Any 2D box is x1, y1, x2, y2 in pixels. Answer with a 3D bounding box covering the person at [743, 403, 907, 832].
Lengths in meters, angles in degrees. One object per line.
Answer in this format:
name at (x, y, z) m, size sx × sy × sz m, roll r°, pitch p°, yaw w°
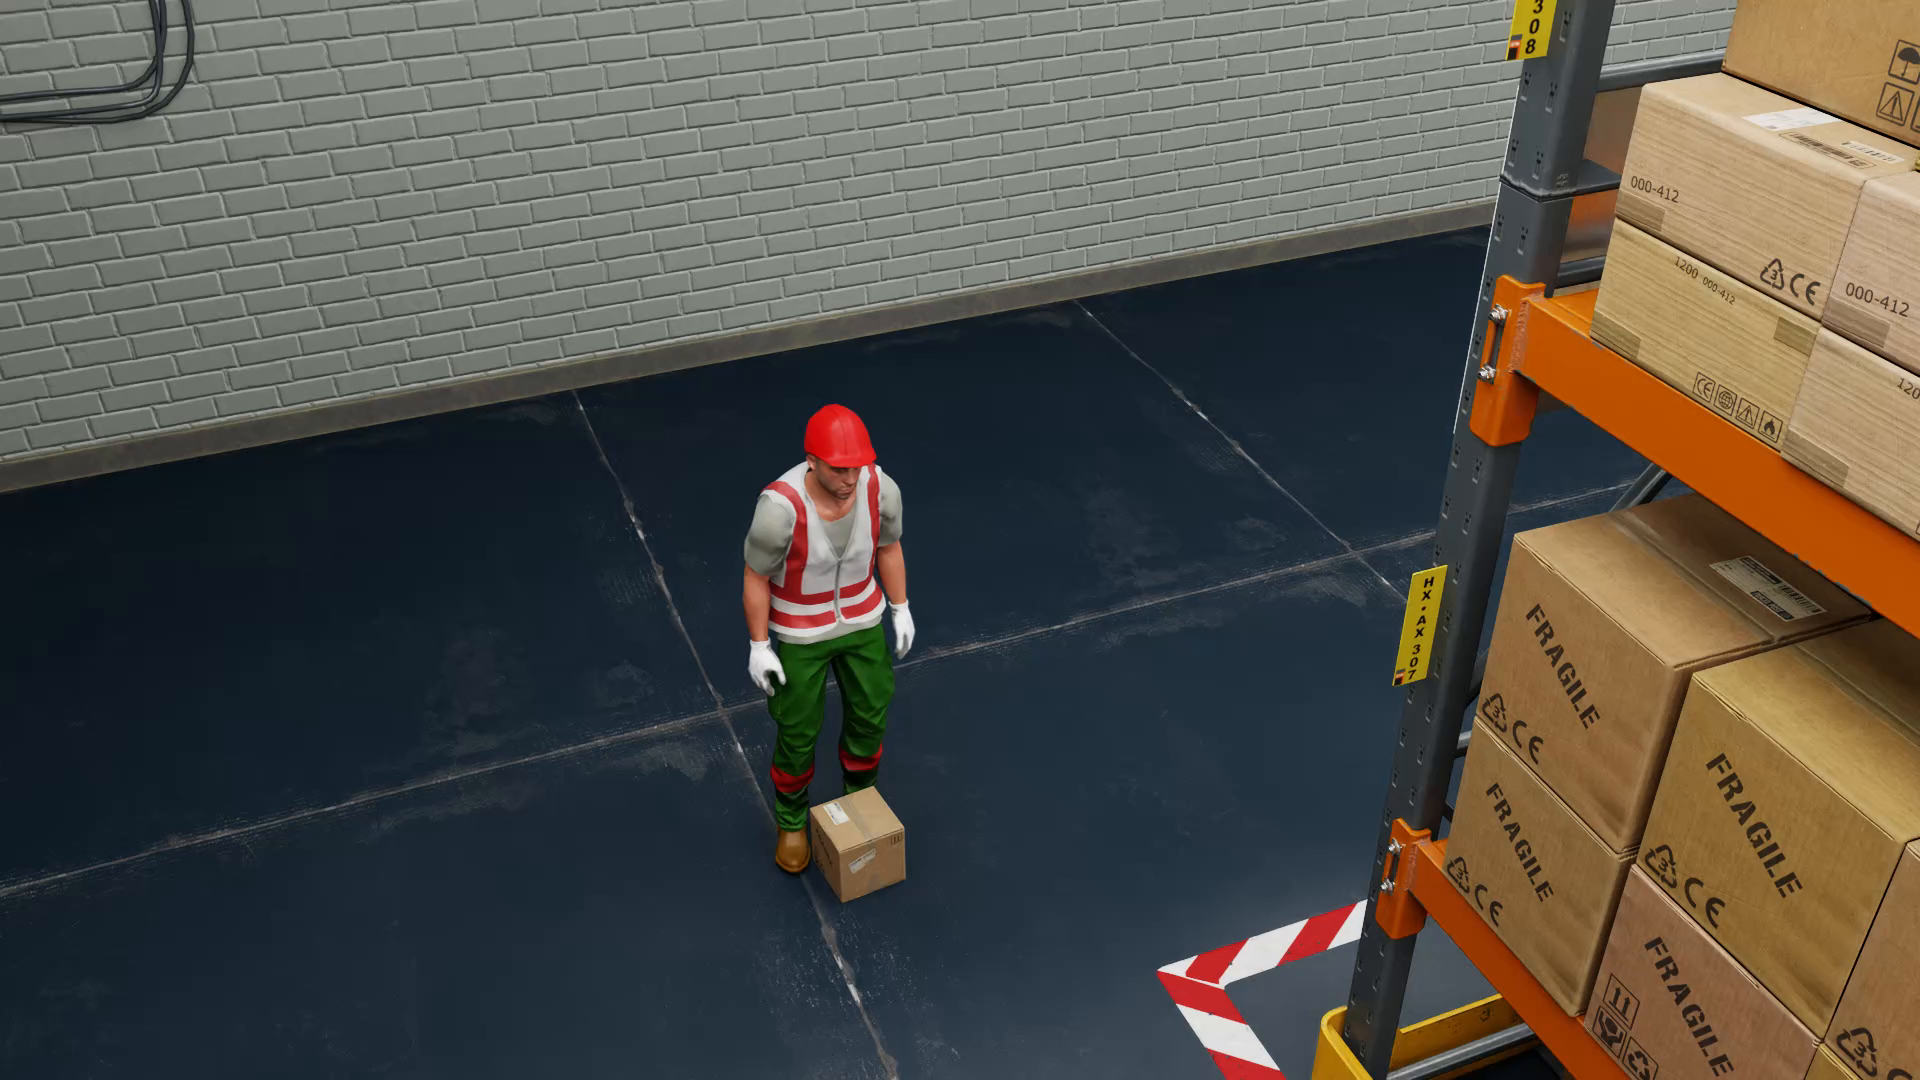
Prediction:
person at (-0.431, 0.294, 5.625) m, size 0.582 × 1.720 × 0.450 m, roll -15°, pitch 36°, yaw -22°
